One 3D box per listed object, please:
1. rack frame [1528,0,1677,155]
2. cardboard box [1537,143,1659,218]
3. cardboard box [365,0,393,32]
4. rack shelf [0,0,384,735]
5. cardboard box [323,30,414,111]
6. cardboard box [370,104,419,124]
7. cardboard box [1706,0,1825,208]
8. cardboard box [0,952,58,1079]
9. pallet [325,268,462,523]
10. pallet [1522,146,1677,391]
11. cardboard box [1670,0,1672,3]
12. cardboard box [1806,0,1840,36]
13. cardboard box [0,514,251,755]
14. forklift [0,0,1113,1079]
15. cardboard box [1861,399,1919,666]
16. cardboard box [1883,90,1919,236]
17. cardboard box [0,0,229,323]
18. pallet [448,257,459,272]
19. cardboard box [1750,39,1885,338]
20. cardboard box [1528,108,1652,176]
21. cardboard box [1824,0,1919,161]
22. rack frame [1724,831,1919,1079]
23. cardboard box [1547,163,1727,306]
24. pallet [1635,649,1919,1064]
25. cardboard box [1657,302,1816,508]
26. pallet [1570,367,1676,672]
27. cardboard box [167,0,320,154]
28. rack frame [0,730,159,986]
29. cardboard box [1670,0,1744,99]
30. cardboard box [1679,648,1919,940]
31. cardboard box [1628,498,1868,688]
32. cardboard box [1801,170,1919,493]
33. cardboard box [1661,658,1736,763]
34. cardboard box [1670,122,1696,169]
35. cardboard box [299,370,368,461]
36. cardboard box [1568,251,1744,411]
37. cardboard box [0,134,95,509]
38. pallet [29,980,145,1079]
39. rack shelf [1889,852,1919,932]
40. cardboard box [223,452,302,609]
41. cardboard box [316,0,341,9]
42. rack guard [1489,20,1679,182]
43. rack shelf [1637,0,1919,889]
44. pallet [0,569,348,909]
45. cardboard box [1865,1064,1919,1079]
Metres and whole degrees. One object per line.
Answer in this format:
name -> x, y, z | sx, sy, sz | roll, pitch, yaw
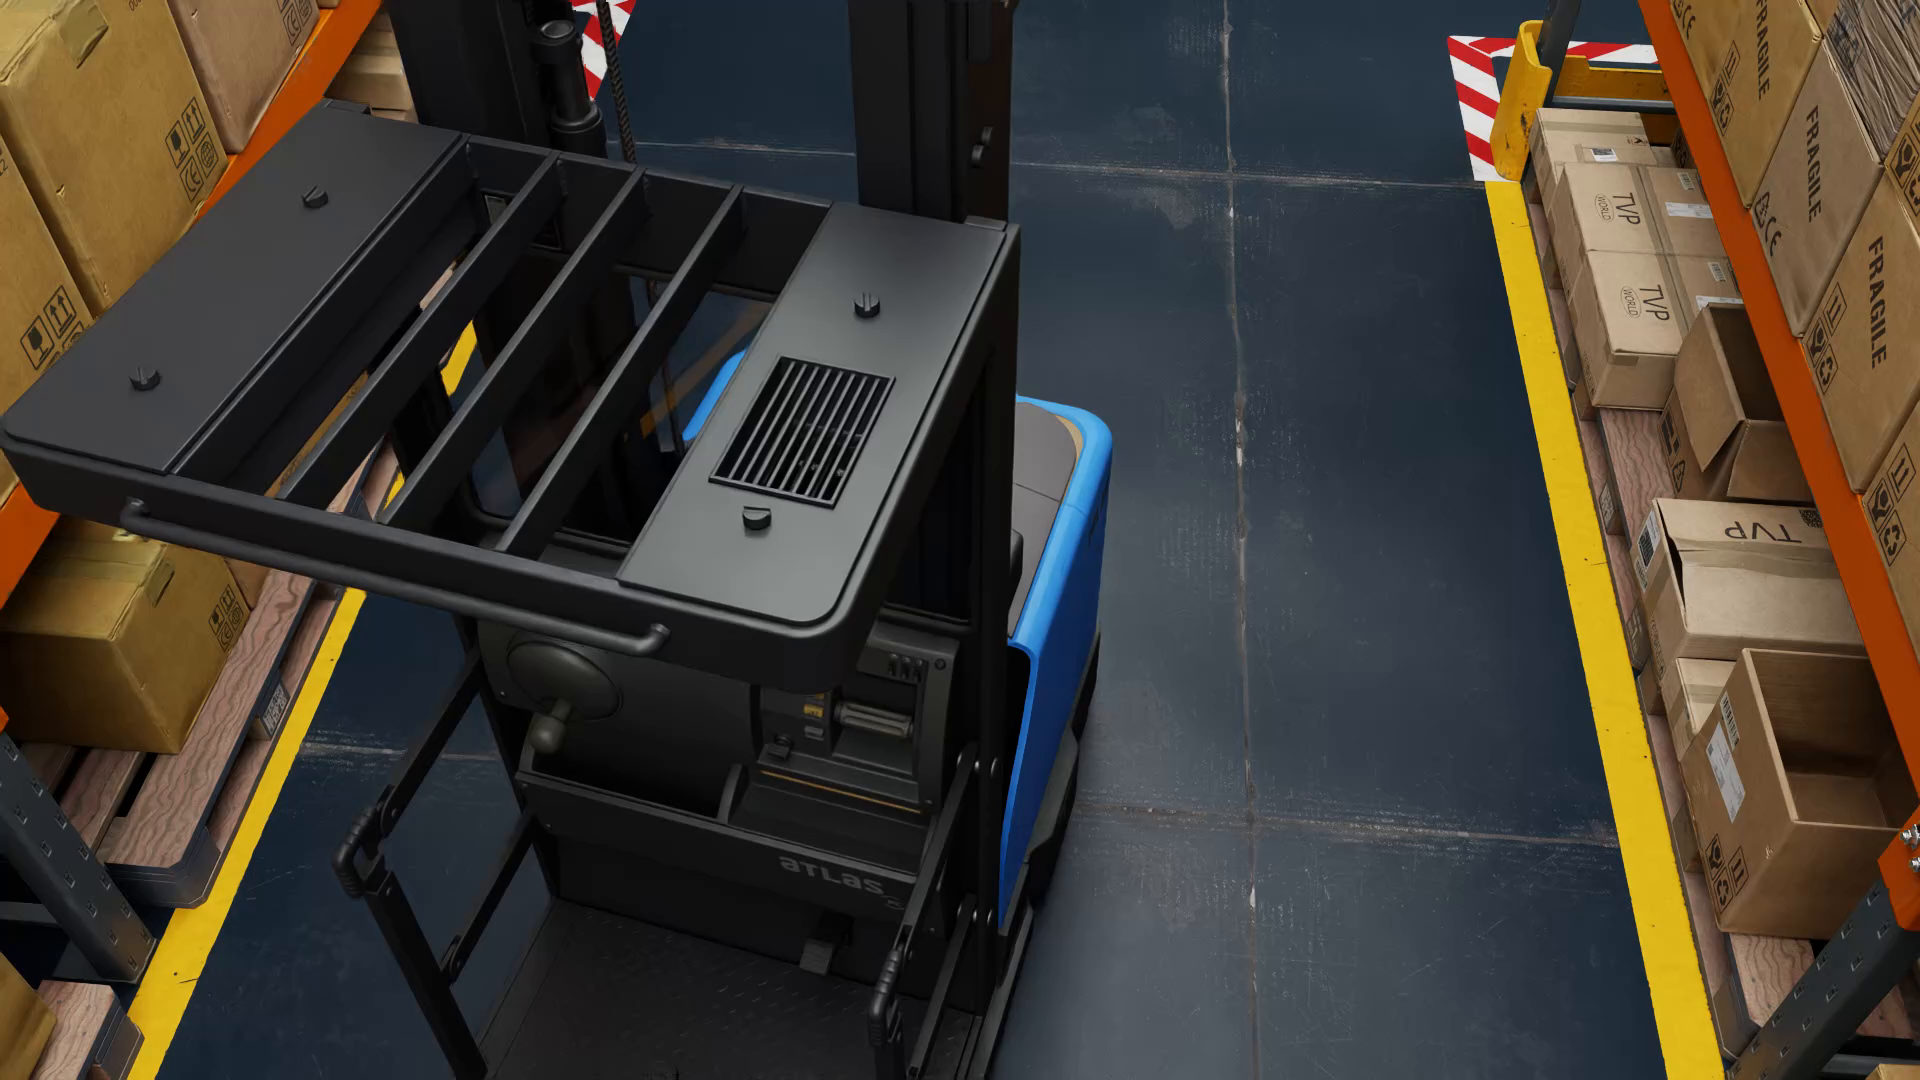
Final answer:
rack frame -> 2.723, -2.570, 5.568 | 1.000, 3.000, 0.127 | 4, 48, 4
cardboard box -> 2.319, -1.294, 6.023 | 0.380, 0.166, 0.250 | 4, 48, 4
cardboard box -> -2.005, -1.790, 5.824 | 0.380, 0.149, 0.250 | 3, 48, 3
rack shelf -> -2.393, -1.188, 4.791 | 1.077, 0.370, 4.000 | 4, 48, 4
cardboard box -> -2.028, -1.602, 5.652 | 0.380, 0.149, 0.250 | 5, 48, 5
cardboard box -> -2.220, -1.310, 5.824 | 0.700, 0.500, 0.500 | 4, 48, 3
cardboard box -> 2.282, -1.180, 4.229 | 0.500, 0.500, 0.500 | 4, 48, 4
cardboard box -> -2.505, 1.109, 3.375 | 0.750, 0.750, 0.750 | 4, 48, 4
pallet -> -2.319, -0.472, 5.539 | 1.003, 0.211, 1.213 | 4, 48, 4
pallet -> 2.644, -0.987, 6.010 | 1.003, 0.211, 1.213 | 4, 48, 4
cardboard box -> 2.378, -1.916, 4.902 | 0.500, 0.500, 0.500 | 3, 48, 3
cardboard box -> 2.284, -1.508, 3.851 | 0.500, 0.500, 0.500 | 3, 48, 3
cardboard box -> -2.405, 0.198, 4.445 | 0.700, 0.500, 0.500 | 4, 48, 4
forklift -> -0.522, 0.363, 2.932 | 1.130, 2.935, 3.031 | 13, 49, 11
cardboard box -> 2.148, -0.049, 3.194 | 0.500, 0.500, 0.500 | 5, 48, 4
cardboard box -> 2.190, -0.767, 3.174 | 0.500, 0.500, 0.500 | 3, 48, 3
cardboard box -> -2.438, -0.996, 3.925 | 0.980, 0.700, 0.700 | 3, 48, 3
pallet -> -2.206, -1.366, 6.357 | 1.003, 0.211, 1.213 | 4, 48, 4
cardboard box -> 2.238, -0.806, 3.886 | 0.500, 0.500, 0.500 | 5, 48, 4
cardboard box -> 2.342, -1.472, 6.197 | 0.380, 0.149, 0.250 | 4, 48, 4
cardboard box -> 2.236, -1.138, 3.512 | 0.500, 0.500, 0.500 | 4, 48, 4
rack frame -> 2.358, 0.369, 2.879 | 1.000, 3.000, 0.127 | 4, 48, 4
cardboard box -> 2.345, -1.043, 5.736 | 0.500, 0.250, 0.500 | 4, 48, 4
pallet -> 2.422, 0.806, 4.370 | 1.003, 0.211, 1.213 | 4, 48, 4
cardboard box -> 2.524, -0.317, 4.901 | 0.797, 0.503, 0.637 | 4, 48, 4
pallet -> 2.530, -0.093, 5.192 | 1.003, 0.211, 1.213 | 4, 48, 4
cardboard box -> -2.381, -1.531, 4.414 | 0.980, 0.700, 0.700 | 2, 48, 2
rack frame -> -2.575, 0.039, 3.182 | 1.000, 3.000, 0.127 | 4, 48, 4
cardboard box -> 2.329, -1.547, 4.565 | 0.500, 0.500, 0.500 | 4, 48, 3
cardboard box -> 2.128, 0.627, 4.040 | 0.500, 0.500, 0.500 | 4, 48, 4
cardboard box -> 2.196, 0.139, 4.614 | 0.500, 0.311, 0.500 | 4, 48, 4
cardboard box -> 2.194, -0.428, 3.541 | 0.500, 0.500, 0.500 | 5, 48, 5
cardboard box -> 2.102, 0.466, 4.425 | 0.380, 0.149, 0.250 | 4, 48, 4
cardboard box -> 2.918, -1.459, 5.947 | 0.500, 0.500, 0.500 | 4, 48, 4
cardboard box -> -2.307, -0.548, 5.128 | 0.700, 0.500, 0.500 | 5, 48, 4
cardboard box -> 2.299, -0.675, 5.400 | 0.500, 0.250, 0.500 | 4, 48, 4
cardboard box -> -2.510, -0.460, 3.434 | 0.980, 0.700, 0.700 | 5, 48, 4
pallet -> -2.571, 1.552, 3.687 | 1.003, 0.211, 1.213 | 4, 48, 4
rack shelf -> 2.176, 2.082, 1.801 | 1.077, 0.370, 4.000 | 4, 48, 4
cardboard box -> -2.356, -0.171, 4.783 | 0.700, 0.500, 0.500 | 3, 48, 3
cardboard box -> -2.302, -2.091, 4.926 | 0.980, 0.700, 0.700 | 4, 48, 3
rack guard -> 2.716, -1.670, 6.439 | 1.175, 0.500, 0.348 | 4, 48, 4
rack shelf -> 2.540, -0.858, 4.489 | 1.077, 0.370, 4.000 | 4, 48, 4
pallet -> -2.428, 0.427, 4.717 | 1.003, 0.211, 1.213 | 4, 48, 4
cardboard box -> 2.071, 1.404, 3.329 | 0.500, 0.500, 0.500 | 2, 48, 2
